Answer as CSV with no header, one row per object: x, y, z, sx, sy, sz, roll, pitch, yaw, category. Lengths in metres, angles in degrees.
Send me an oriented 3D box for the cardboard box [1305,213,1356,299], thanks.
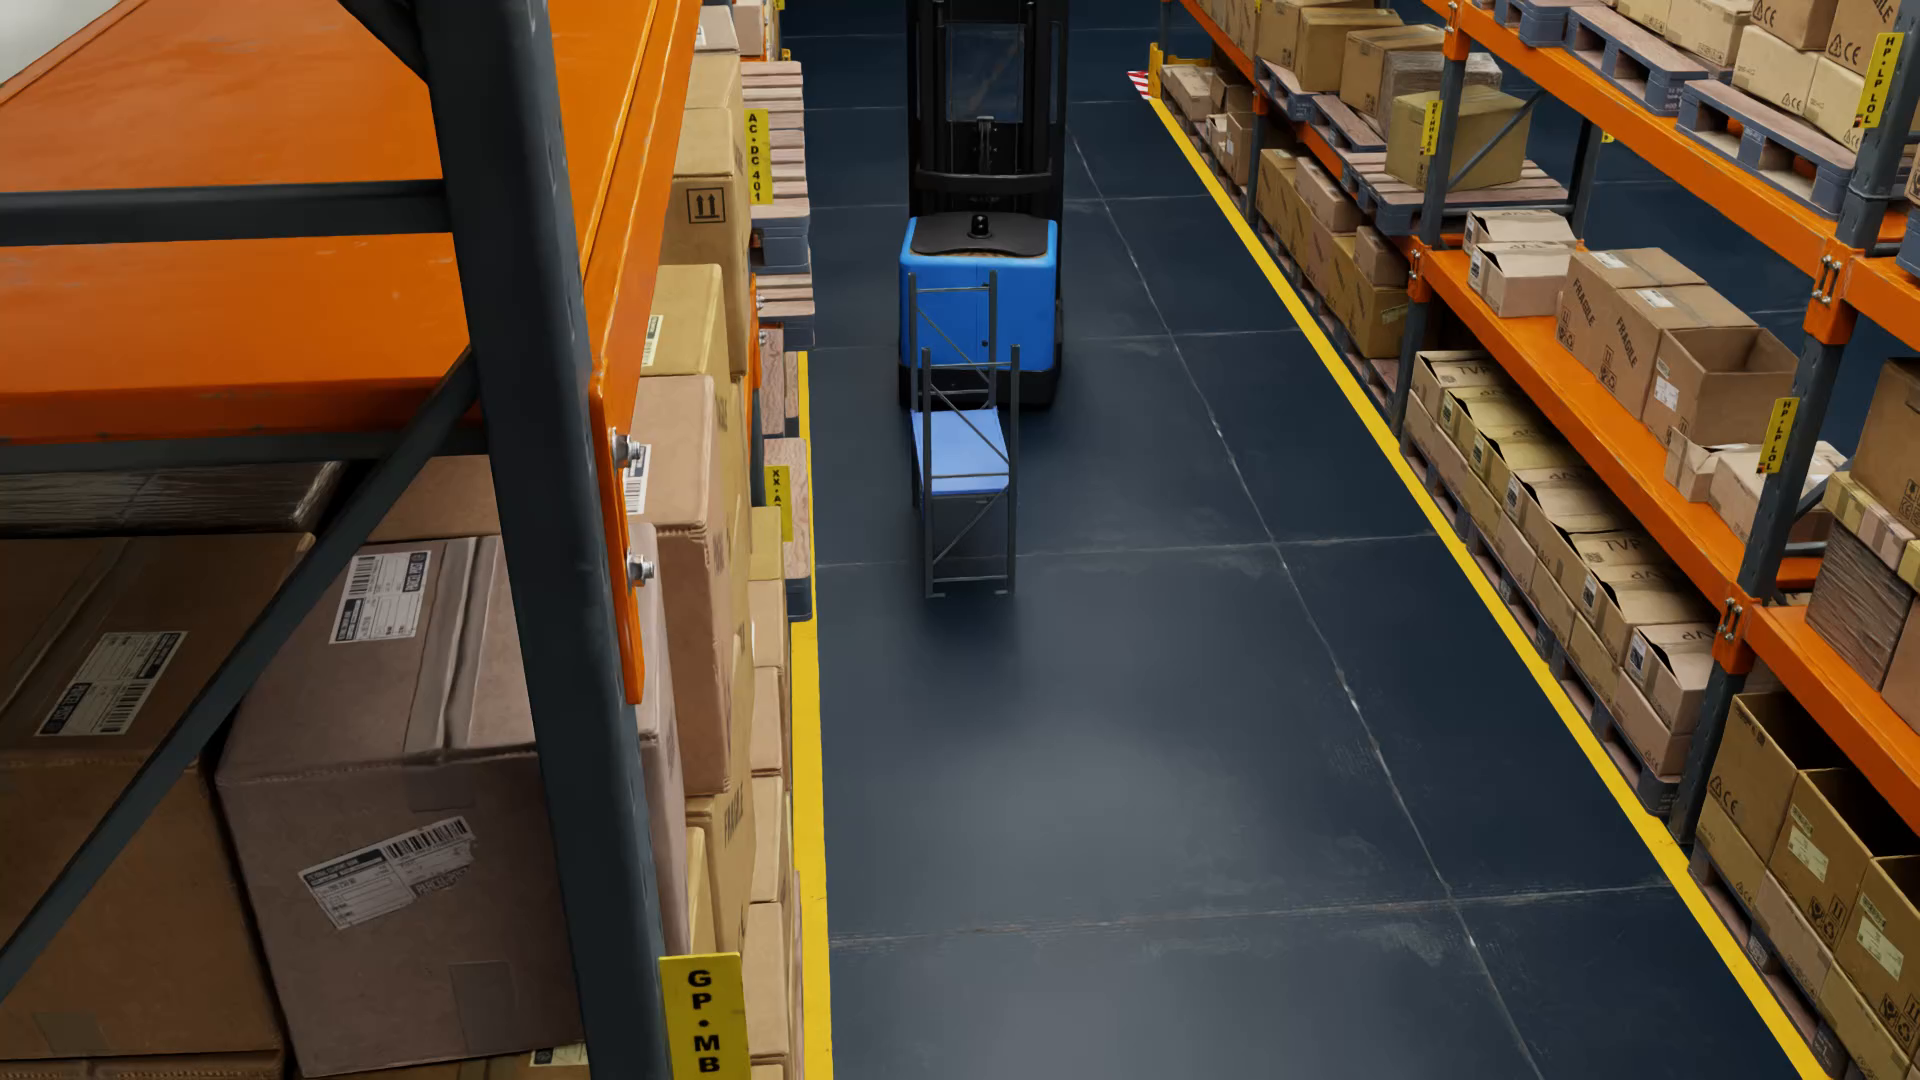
2.915,-2.127,12.395,0.500,0.500,0.500,-4,31,-6,cardboard box

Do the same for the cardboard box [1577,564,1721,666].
3.335,0.330,7.998,0.500,0.311,0.500,-2,31,-3,cardboard box

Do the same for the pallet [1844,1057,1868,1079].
3.862,2.258,5.764,1.003,0.211,1.213,-3,31,-5,pallet

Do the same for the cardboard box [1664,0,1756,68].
3.595,-2.354,7.578,0.500,0.250,0.500,-5,31,-9,cardboard box

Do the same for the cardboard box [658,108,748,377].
-0.781,-0.712,4.000,0.500,0.500,0.500,-4,31,-6,cardboard box

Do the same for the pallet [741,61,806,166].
-1.271,-1.789,7.078,1.213,0.211,1.003,-3,31,-5,pallet

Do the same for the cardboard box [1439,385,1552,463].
3.153,-0.705,9.730,0.500,0.311,0.500,-3,31,-6,cardboard box

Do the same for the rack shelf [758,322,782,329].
-1.406,-0.444,8.270,1.077,0.370,4.000,-3,31,-5,rack shelf

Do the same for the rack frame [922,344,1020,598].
0.055,-0.341,8.858,0.500,1.500,0.032,-3,31,-5,rack frame

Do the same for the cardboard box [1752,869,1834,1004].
3.496,1.536,6.526,0.500,0.250,0.500,-3,31,-5,cardboard box

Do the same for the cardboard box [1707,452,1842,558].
3.623,-0.156,7.233,0.500,0.250,0.500,-1,31,-1,cardboard box

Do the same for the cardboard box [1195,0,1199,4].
2.468,-5.382,15.738,0.500,0.500,0.500,-3,31,-5,cardboard box

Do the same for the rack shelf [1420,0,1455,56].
3.152,-4.014,11.321,1.077,0.370,4.000,-3,31,-5,rack shelf

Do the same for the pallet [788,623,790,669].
-1.410,0.443,8.802,1.003,0.211,1.213,-3,31,-5,pallet

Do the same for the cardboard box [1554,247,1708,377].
3.512,-1.201,8.737,0.500,0.500,0.500,-4,31,-7,cardboard box

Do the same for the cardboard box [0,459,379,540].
-1.208,0.056,2.714,0.500,0.500,0.500,-1,31,-2,cardboard box

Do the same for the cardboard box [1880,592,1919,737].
3.816,0.481,5.922,0.700,0.500,0.500,-3,31,-5,cardboard box

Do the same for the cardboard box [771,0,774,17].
-1.668,-4.091,12.536,0.500,0.250,0.500,-2,31,-3,cardboard box

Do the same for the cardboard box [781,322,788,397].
-1.531,-1.413,10.878,0.750,0.750,0.750,-3,31,-5,cardboard box

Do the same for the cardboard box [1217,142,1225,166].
2.535,-3.487,15.013,0.380,0.149,0.250,-3,31,-5,cardboard box

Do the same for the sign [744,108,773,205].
-0.679,-1.272,5.525,0.100,0.325,0.005,-3,31,-5,sign

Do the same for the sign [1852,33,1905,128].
3.173,-1.585,5.742,0.100,0.325,0.005,-3,31,-5,sign

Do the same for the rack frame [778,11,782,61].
-2.340,-5.859,16.633,1.000,3.000,0.127,-3,31,-5,rack frame

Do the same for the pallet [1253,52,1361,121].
2.931,-3.560,12.972,1.003,0.211,1.213,-3,31,-5,pallet

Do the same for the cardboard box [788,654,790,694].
-0.873,0.551,6.029,0.500,0.250,0.500,-3,31,-4,cardboard box

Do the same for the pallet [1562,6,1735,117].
3.599,-2.307,7.947,1.003,0.211,1.213,-1,31,-2,pallet

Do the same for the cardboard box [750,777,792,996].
-0.729,1.006,4.536,0.500,0.500,0.500,-2,31,-3,cardboard box

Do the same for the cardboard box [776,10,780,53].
-2.064,-4.596,14.227,0.980,0.700,0.700,-4,31,-6,cardboard box

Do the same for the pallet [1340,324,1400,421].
3.307,-1.199,11.552,1.003,0.211,1.213,-3,31,-5,pallet

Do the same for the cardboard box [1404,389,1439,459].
3.096,-0.732,10.322,0.500,0.250,0.500,-3,31,-5,cardboard box

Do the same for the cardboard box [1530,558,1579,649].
3.292,0.312,8.575,0.500,0.250,0.500,-2,31,-3,cardboard box

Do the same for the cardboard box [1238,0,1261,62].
2.663,-4.342,13.996,0.500,0.500,0.500,-2,31,-4,cardboard box

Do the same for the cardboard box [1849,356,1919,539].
3.760,-0.345,6.040,0.700,0.500,0.500,-3,31,-4,cardboard box

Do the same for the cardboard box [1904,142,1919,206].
3.497,-1.273,5.387,0.500,0.500,0.500,0,31,-1,cardboard box

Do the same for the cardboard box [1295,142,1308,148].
3.141,-3.315,14.568,0.500,0.311,0.500,-3,31,-5,cardboard box

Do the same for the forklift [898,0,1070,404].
0.201,-2.895,11.739,1.130,2.935,3.031,2,31,3,forklift

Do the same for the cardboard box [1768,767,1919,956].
3.499,1.214,6.334,0.500,0.500,0.500,-3,31,-5,cardboard box

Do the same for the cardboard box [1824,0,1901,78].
3.694,-2.014,6.276,0.500,0.500,0.500,-2,31,-4,cardboard box

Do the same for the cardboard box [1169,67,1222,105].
2.407,-4.560,16.711,0.500,0.250,0.500,-3,31,-5,cardboard box

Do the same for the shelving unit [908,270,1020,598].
0.008,-0.600,9.292,0.538,1.500,1.048,-3,31,-5,shelving unit

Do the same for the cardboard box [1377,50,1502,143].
3.273,-3.029,11.389,0.700,0.500,0.500,3,31,5,cardboard box

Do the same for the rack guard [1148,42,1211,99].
2.599,-4.986,17.610,1.175,0.500,0.348,-3,31,-5,rack guard

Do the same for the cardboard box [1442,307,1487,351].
3.581,-1.375,11.136,0.500,0.500,0.500,-1,31,-2,cardboard box

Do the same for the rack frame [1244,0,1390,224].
2.965,-4.056,13.615,1.000,3.000,0.127,-3,31,-5,rack frame

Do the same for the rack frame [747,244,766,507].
-1.219,0.268,6.376,1.000,3.000,0.127,-3,31,-5,rack frame

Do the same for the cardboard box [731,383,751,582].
-0.766,-0.025,3.825,0.500,0.500,0.500,-1,31,-2,cardboard box

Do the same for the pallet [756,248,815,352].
-1.420,-1.333,9.244,1.213,0.211,1.003,-3,31,-5,pallet
